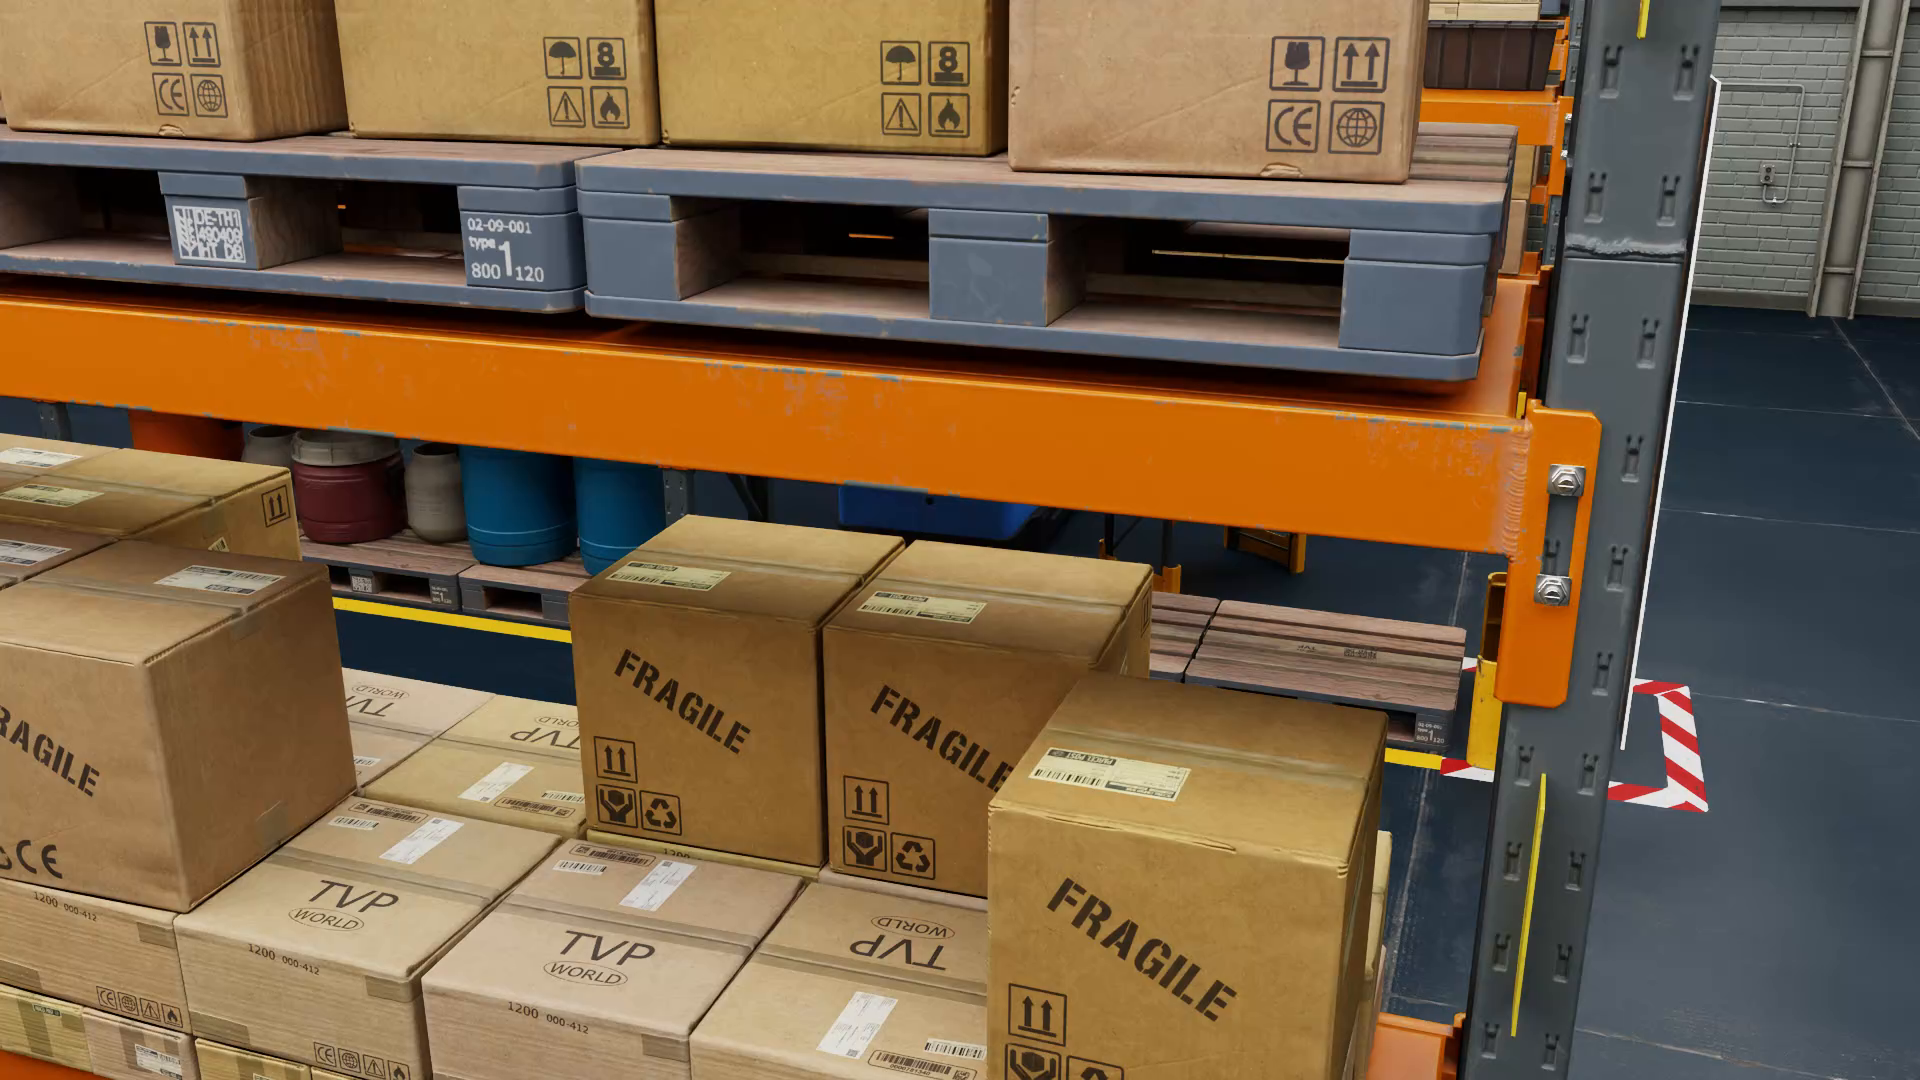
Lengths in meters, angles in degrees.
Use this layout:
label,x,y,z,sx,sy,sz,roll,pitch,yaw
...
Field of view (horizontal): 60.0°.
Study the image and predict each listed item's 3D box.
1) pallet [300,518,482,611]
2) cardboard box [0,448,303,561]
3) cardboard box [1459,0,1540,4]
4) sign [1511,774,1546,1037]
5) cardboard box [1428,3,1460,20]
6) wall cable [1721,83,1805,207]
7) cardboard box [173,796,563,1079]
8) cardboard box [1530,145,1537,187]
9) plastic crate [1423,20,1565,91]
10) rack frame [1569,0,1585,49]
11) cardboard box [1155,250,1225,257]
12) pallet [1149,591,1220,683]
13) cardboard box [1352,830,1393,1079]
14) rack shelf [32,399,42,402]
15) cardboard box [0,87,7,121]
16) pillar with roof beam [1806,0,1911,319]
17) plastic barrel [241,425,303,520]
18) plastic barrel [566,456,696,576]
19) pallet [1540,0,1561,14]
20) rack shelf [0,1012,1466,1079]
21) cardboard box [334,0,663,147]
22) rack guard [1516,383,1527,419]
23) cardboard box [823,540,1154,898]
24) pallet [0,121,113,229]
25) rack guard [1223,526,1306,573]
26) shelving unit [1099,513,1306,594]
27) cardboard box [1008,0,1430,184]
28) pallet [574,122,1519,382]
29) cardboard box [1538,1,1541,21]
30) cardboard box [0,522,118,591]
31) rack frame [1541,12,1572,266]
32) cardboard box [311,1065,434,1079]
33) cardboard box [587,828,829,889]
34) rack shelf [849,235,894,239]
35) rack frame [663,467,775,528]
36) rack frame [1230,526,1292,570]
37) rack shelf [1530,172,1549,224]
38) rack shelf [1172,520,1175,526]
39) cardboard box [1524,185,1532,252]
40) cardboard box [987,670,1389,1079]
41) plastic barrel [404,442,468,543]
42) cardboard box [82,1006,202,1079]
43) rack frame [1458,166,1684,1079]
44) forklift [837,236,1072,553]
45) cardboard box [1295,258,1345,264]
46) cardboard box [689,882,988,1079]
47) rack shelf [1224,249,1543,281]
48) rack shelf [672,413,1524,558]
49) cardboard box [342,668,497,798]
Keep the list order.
label,x,y,z,sx,sy,sz,roll,pitch,yaw
pallet,-3.120,0.067,9.564,1.213,0.211,1.003,7,20,18
cardboard box,-1.880,0.116,3.824,0.500,0.500,0.500,7,20,19
cardboard box,3.590,-3.688,11.011,0.500,0.250,0.500,7,20,18
sign,0.713,0.458,2.086,0.005,0.325,0.100,7,20,18
cardboard box,3.118,-3.507,11.250,0.500,0.250,0.500,7,20,18
wall cable,7.301,-4.306,16.330,1.851,1.984,0.084,7,20,18
cardboard box,-1.094,0.745,3.157,0.500,0.250,0.500,7,20,18
cardboard box,3.826,-2.779,11.822,0.500,0.500,0.500,7,20,20
plastic crate,2.257,-2.073,7.109,0.590,0.269,0.497,7,20,18
rack frame,2.530,-3.423,6.226,0.127,3.000,1.000,7,20,18
cardboard box,1.729,-2.361,12.139,0.500,0.500,0.500,6,20,18
pallet,0.615,0.493,8.342,1.213,0.211,1.003,7,20,18
cardboard box,0.539,0.744,3.160,0.500,0.250,0.500,6,20,17
rack shelf,-6.917,-1.331,10.430,4.000,0.370,1.077,7,20,18
cardboard box,-1.609,-1.066,3.079,0.500,0.500,0.700,8,21,21
pillar with roof beam,7.202,-5.142,11.157,0.400,9.000,9.100,7,20,18
plastic barrel,-3.997,-0.397,9.801,0.421,0.512,0.421,0,19,0
plastic barrel,-1.757,-0.294,8.913,0.708,0.901,0.600,7,20,18
pallet,5.077,-5.122,15.791,1.213,0.211,1.003,7,20,18
rack shelf,-0.985,1.073,3.533,4.000,0.370,1.077,7,20,18
cardboard box,-0.601,-0.938,2.712,0.500,0.500,0.700,5,20,14
rack guard,4.087,-0.958,12.065,0.348,0.500,1.175,7,20,18
cardboard box,0.067,0.336,3.192,0.500,0.500,0.500,6,20,17
pallet,-2.105,-0.765,3.293,1.213,0.211,1.003,7,20,18
rack guard,1.776,-0.009,9.722,0.087,0.250,0.587,-14,24,-35
shelving unit,1.379,-0.500,9.232,1.083,1.500,0.587,-14,24,-35
cardboard box,0.395,-0.799,2.313,0.500,0.500,0.700,5,20,15
pallet,0.200,-0.502,2.536,1.213,0.211,1.003,7,20,18
cardboard box,3.757,-3.610,11.547,0.500,0.250,0.500,7,20,18
cardboard box,-2.043,0.281,3.351,0.500,0.500,0.500,7,20,18
rack frame,4.159,-2.130,11.630,0.127,3.000,1.000,7,20,18
cardboard box,-0.984,0.967,3.127,0.250,0.149,0.380,7,20,19
cardboard box,-0.427,0.635,3.474,0.500,0.250,0.500,6,20,16
rack shelf,-1.509,-2.439,13.608,4.000,0.370,1.077,7,20,18
rack frame,-1.249,-1.023,8.453,0.127,3.000,1.000,7,20,18
rack frame,1.777,-0.599,9.517,0.032,1.500,0.500,-14,24,-35
rack shelf,3.891,-3.547,16.788,4.000,0.370,1.077,7,20,18
rack shelf,1.372,-0.328,9.286,1.000,0.185,0.538,-14,24,-35
cardboard box,3.826,-2.307,11.986,0.500,0.500,0.500,7,20,19
cardboard box,0.358,0.555,2.564,0.500,0.500,0.500,7,20,19
plastic barrel,-2.930,-0.275,9.451,0.421,0.512,0.421,0,19,0
cardboard box,-1.480,0.911,3.286,0.250,0.149,0.380,7,20,19
rack frame,0.904,0.950,2.795,0.127,3.000,1.000,7,20,18
forklift,0.223,-1.606,10.230,1.130,2.935,3.031,6,20,16
cardboard box,2.686,-2.252,11.827,0.500,0.500,0.500,7,20,18
cardboard box,-0.120,0.855,2.842,0.500,0.250,0.500,6,20,17
rack shelf,2.269,-2.007,12.368,4.000,0.370,1.077,7,20,18
rack shelf,0.640,-0.467,7.951,4.000,0.370,1.077,7,20,18
cardboard box,-1.399,0.524,3.791,0.500,0.250,0.500,7,20,19
